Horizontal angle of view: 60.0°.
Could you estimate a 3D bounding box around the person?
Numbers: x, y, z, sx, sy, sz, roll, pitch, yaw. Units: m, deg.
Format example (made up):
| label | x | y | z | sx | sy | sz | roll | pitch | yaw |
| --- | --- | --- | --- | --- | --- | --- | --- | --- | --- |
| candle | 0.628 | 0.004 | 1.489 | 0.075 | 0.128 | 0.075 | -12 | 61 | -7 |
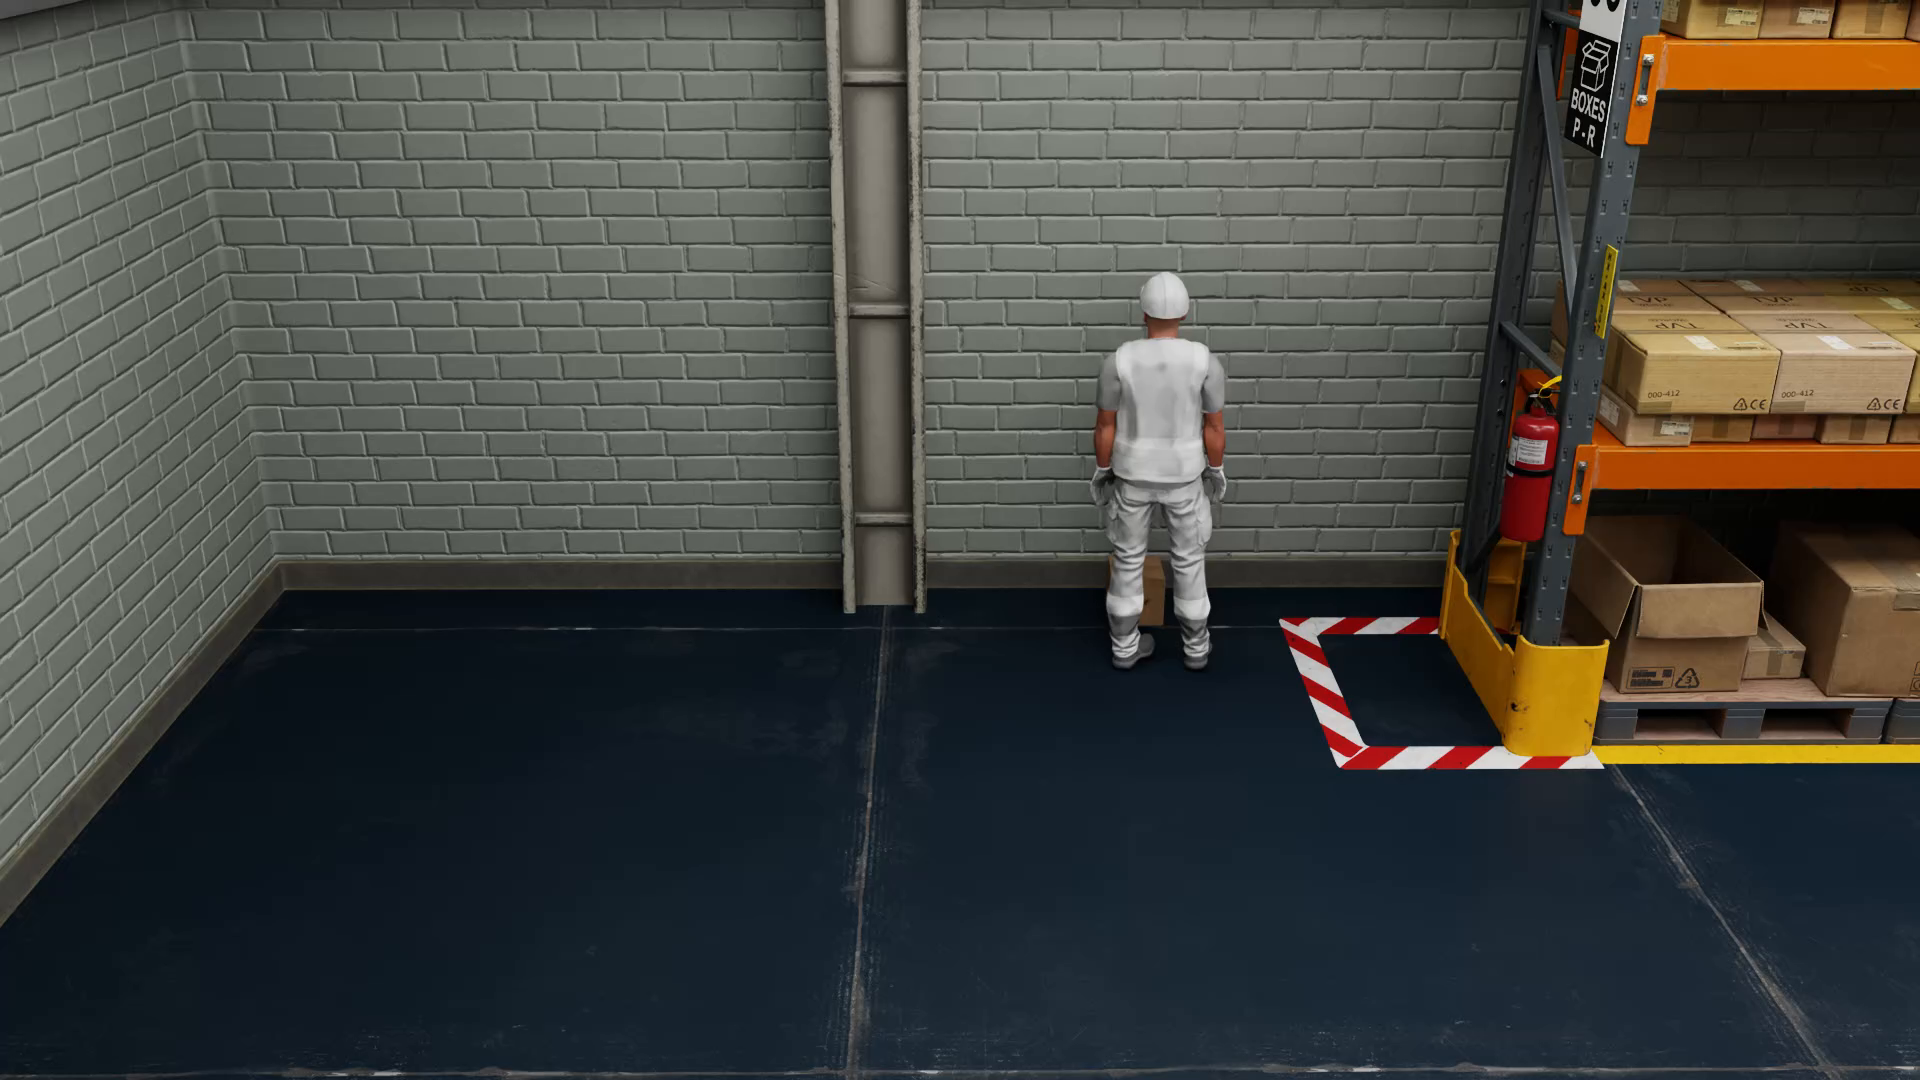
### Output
| label | x | y | z | sx | sy | sz | roll | pitch | yaw |
| --- | --- | --- | --- | --- | --- | --- | --- | --- | --- |
| person | 0.859 | -0.265 | 7.185 | 0.587 | 1.749 | 0.382 | 3 | 24 | 6 |
